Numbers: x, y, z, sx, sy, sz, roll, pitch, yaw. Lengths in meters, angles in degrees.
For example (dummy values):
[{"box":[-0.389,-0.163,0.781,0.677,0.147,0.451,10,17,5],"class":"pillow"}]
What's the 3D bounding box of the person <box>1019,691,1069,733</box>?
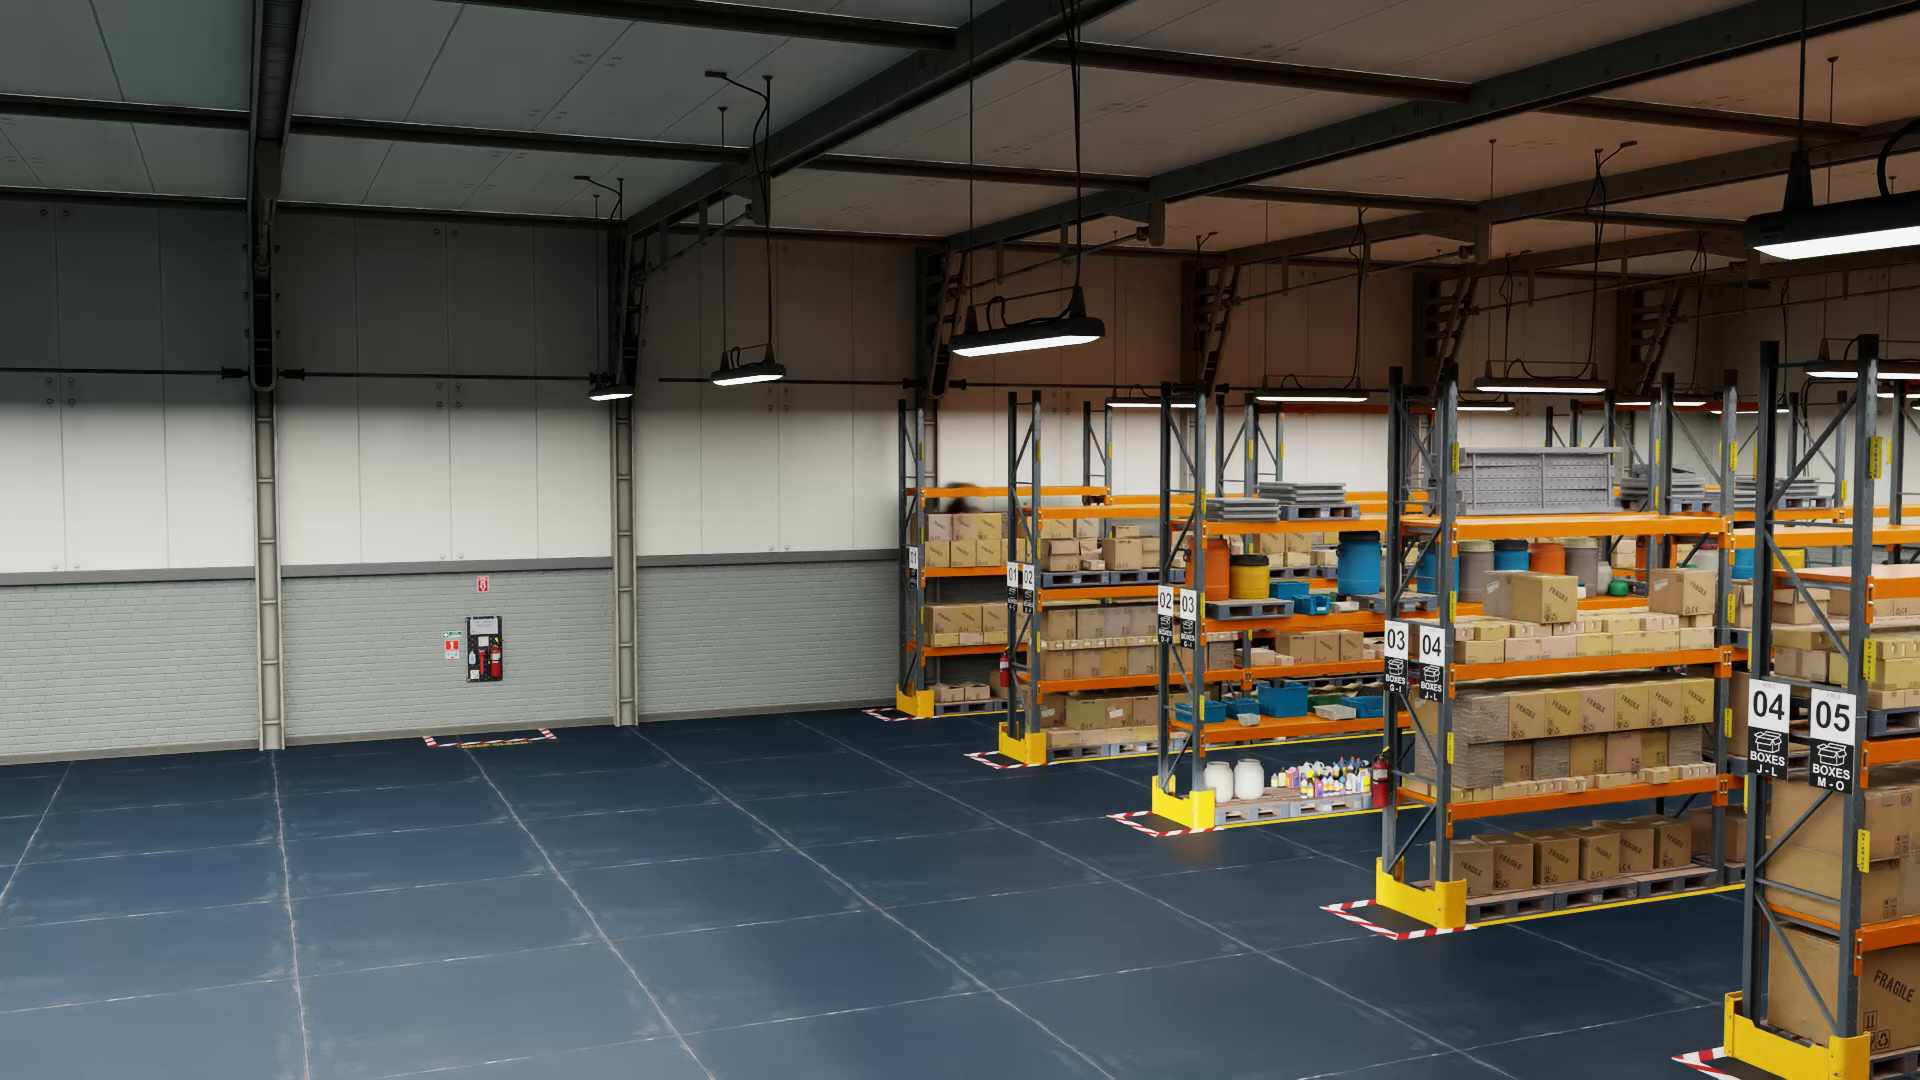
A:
[{"box":[1.625,2.567,29.242,1.125,1.705,0.553,-2,4,-25],"class":"person"}]
